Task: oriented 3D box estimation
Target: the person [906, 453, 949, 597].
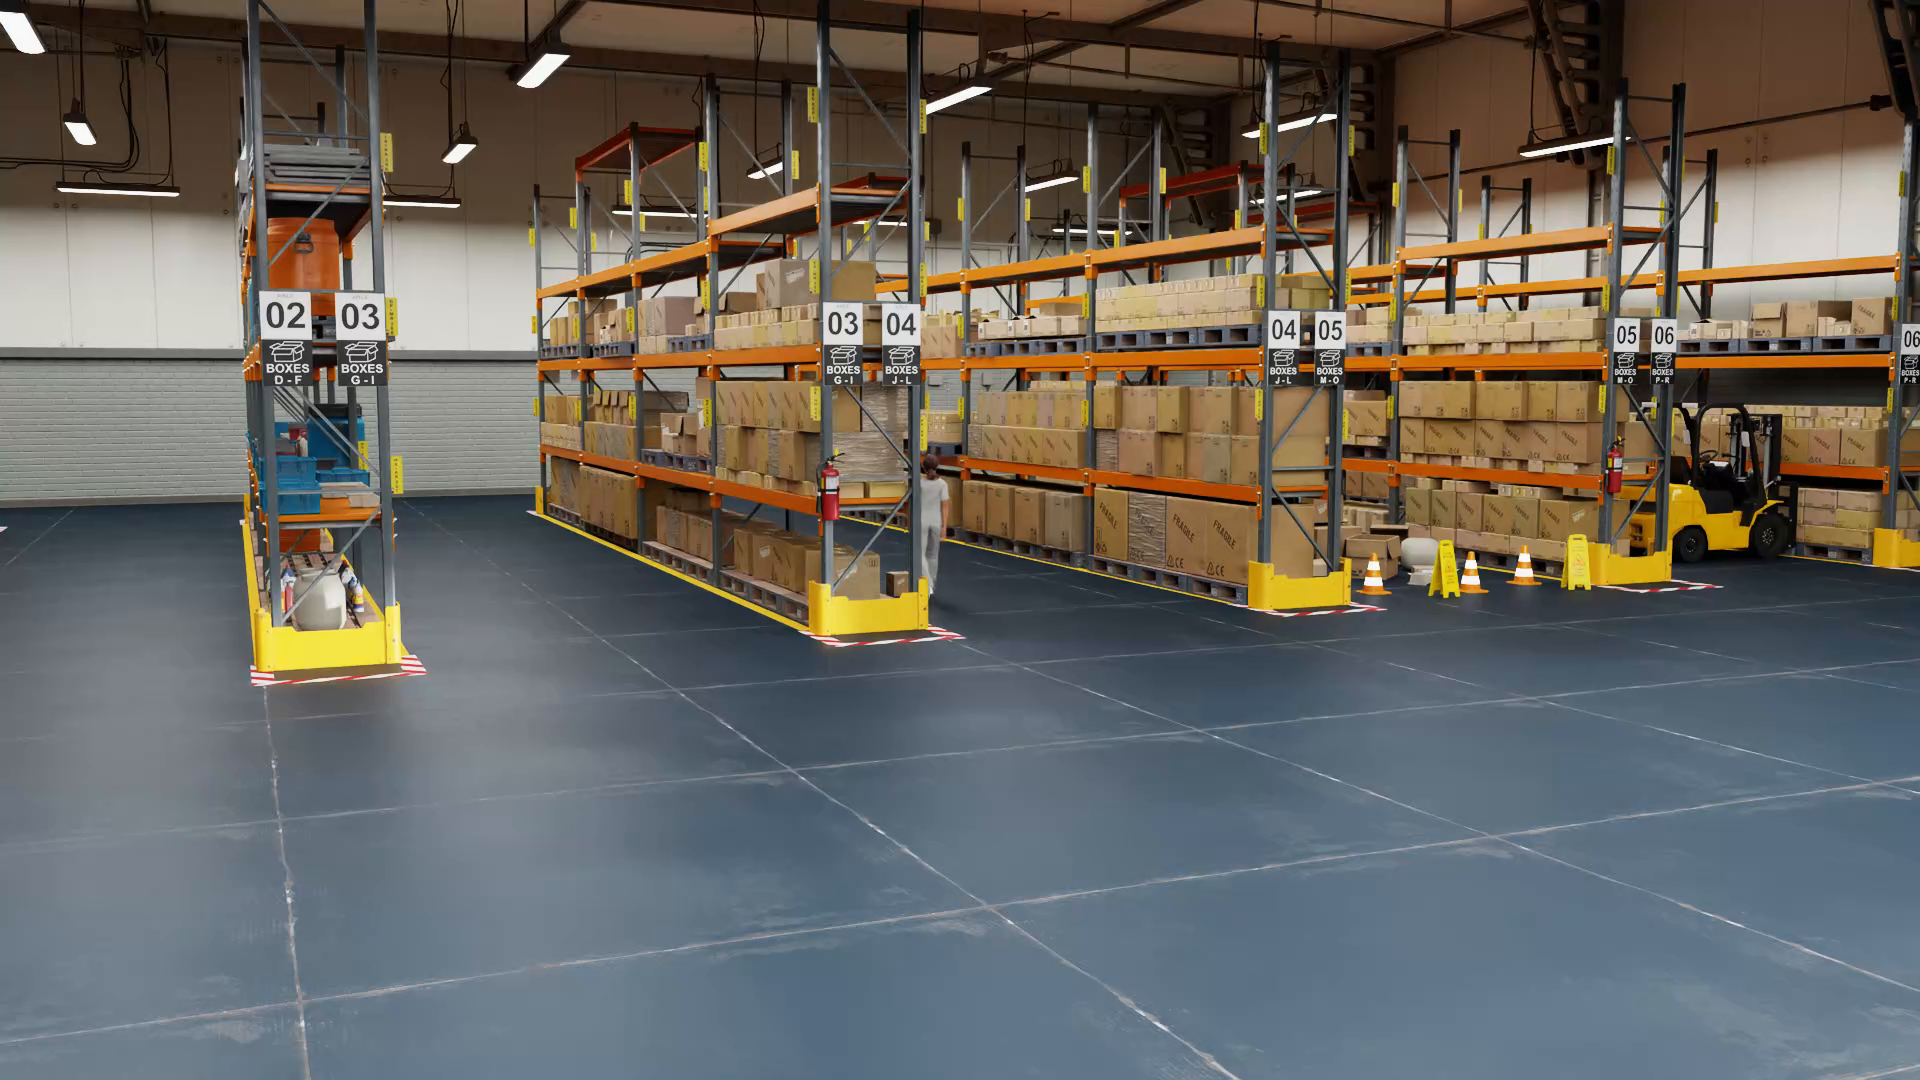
[{"bbox_3d":[-0.379,-0.158,18.643,0.447,1.633,0.890,-2,6,-19],"label":"person"}]
